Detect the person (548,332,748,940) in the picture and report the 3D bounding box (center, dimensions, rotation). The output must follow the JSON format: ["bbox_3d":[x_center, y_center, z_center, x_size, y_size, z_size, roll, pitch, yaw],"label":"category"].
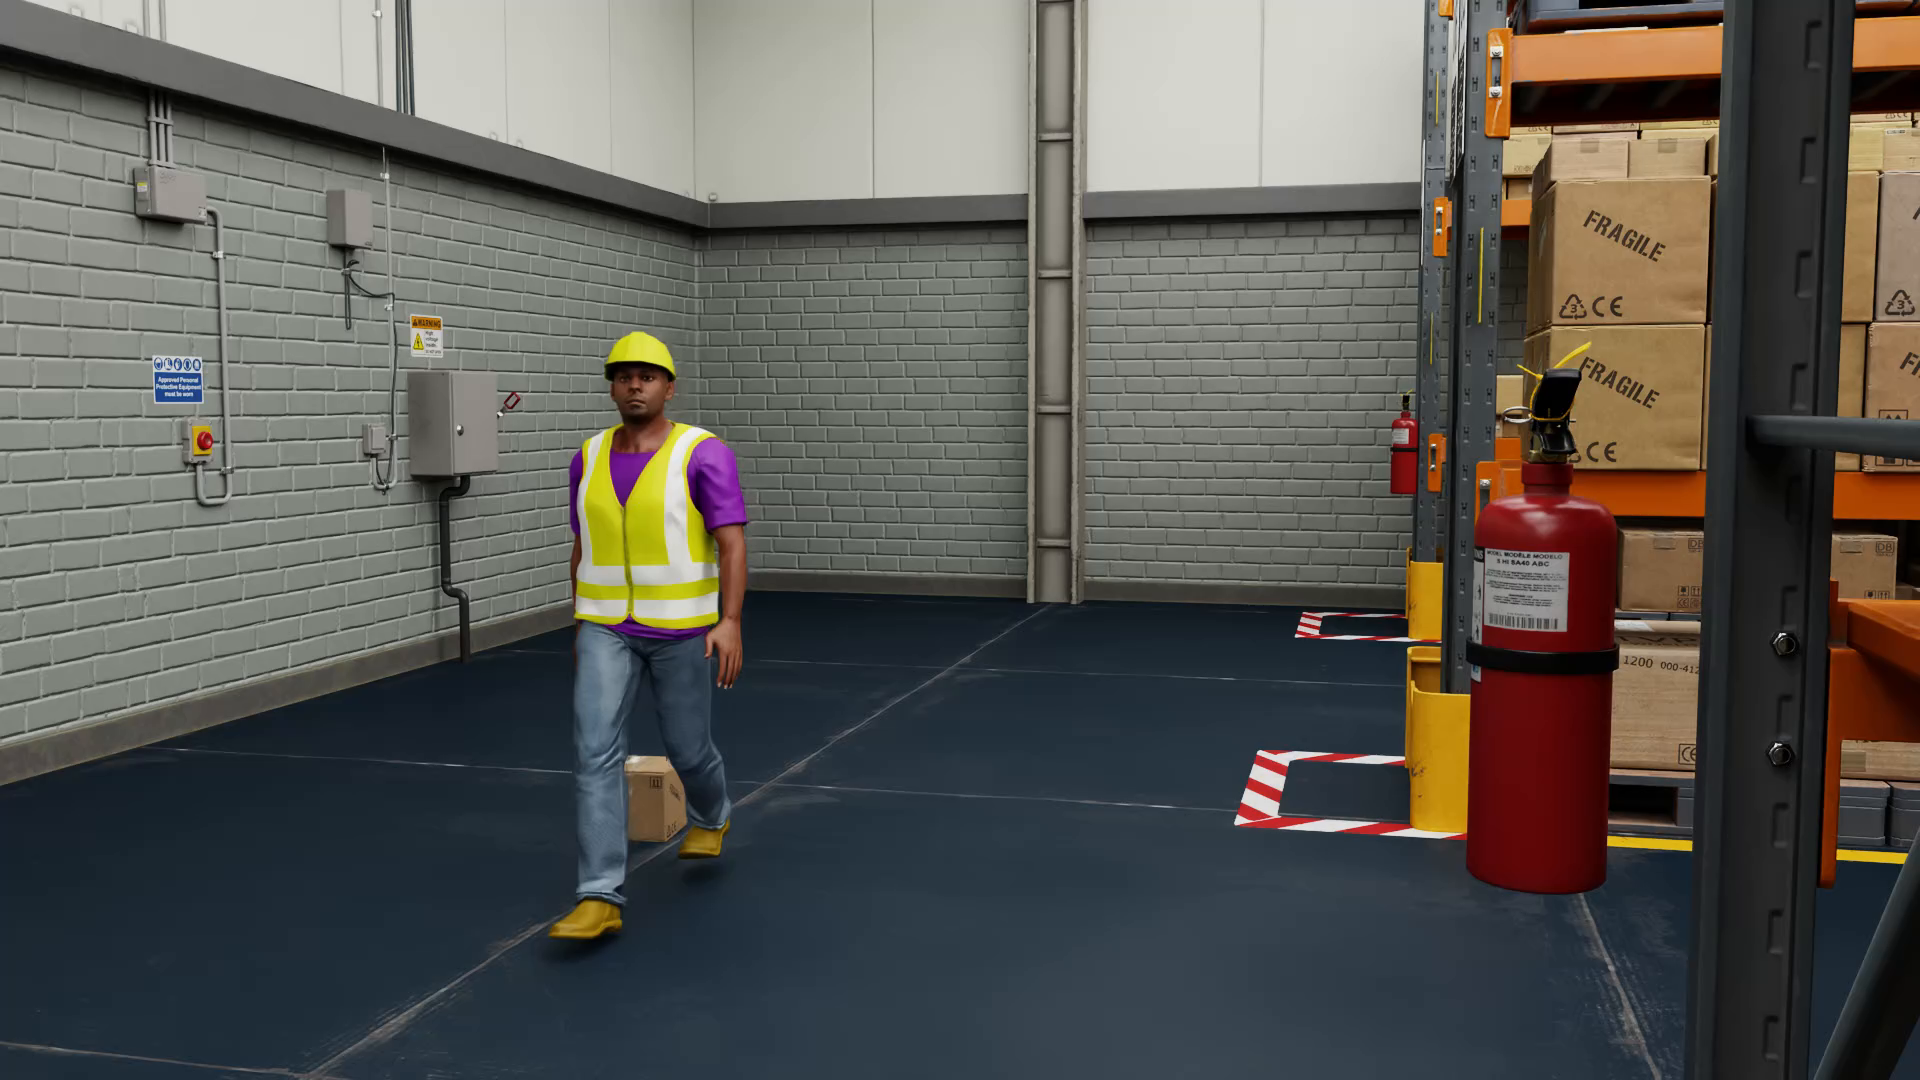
[{"bbox_3d":[-0.910,0.249,4.957,0.607,1.729,1.014,1,5,7],"label":"person"}]
